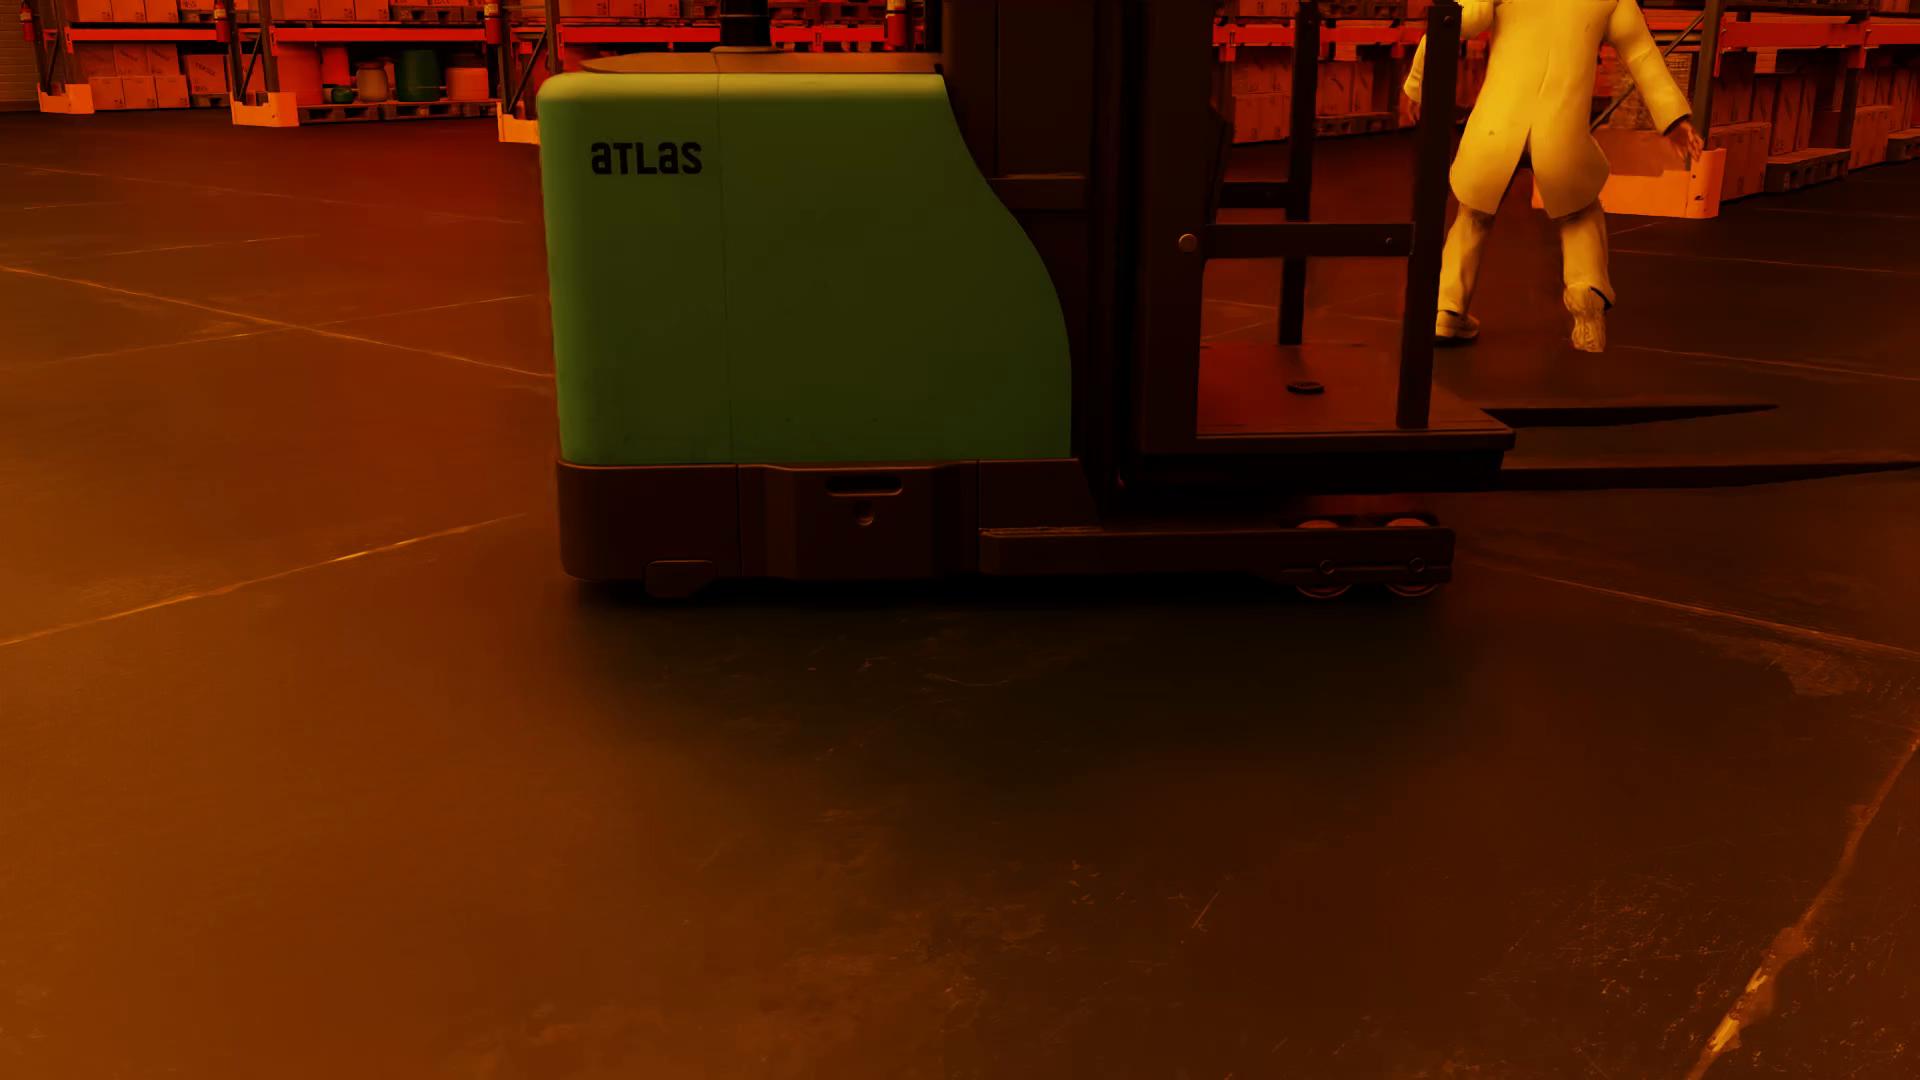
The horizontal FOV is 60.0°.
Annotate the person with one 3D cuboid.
[{"bbox_3d":[2.207,-1.501,6.275,1.057,1.670,0.509,4,17,13],"label":"person"}]

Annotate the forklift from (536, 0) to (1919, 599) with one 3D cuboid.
[{"bbox_3d":[0.645,-1.430,3.606,3.031,2.935,1.130,-1,17,-4],"label":"forklift"}]
